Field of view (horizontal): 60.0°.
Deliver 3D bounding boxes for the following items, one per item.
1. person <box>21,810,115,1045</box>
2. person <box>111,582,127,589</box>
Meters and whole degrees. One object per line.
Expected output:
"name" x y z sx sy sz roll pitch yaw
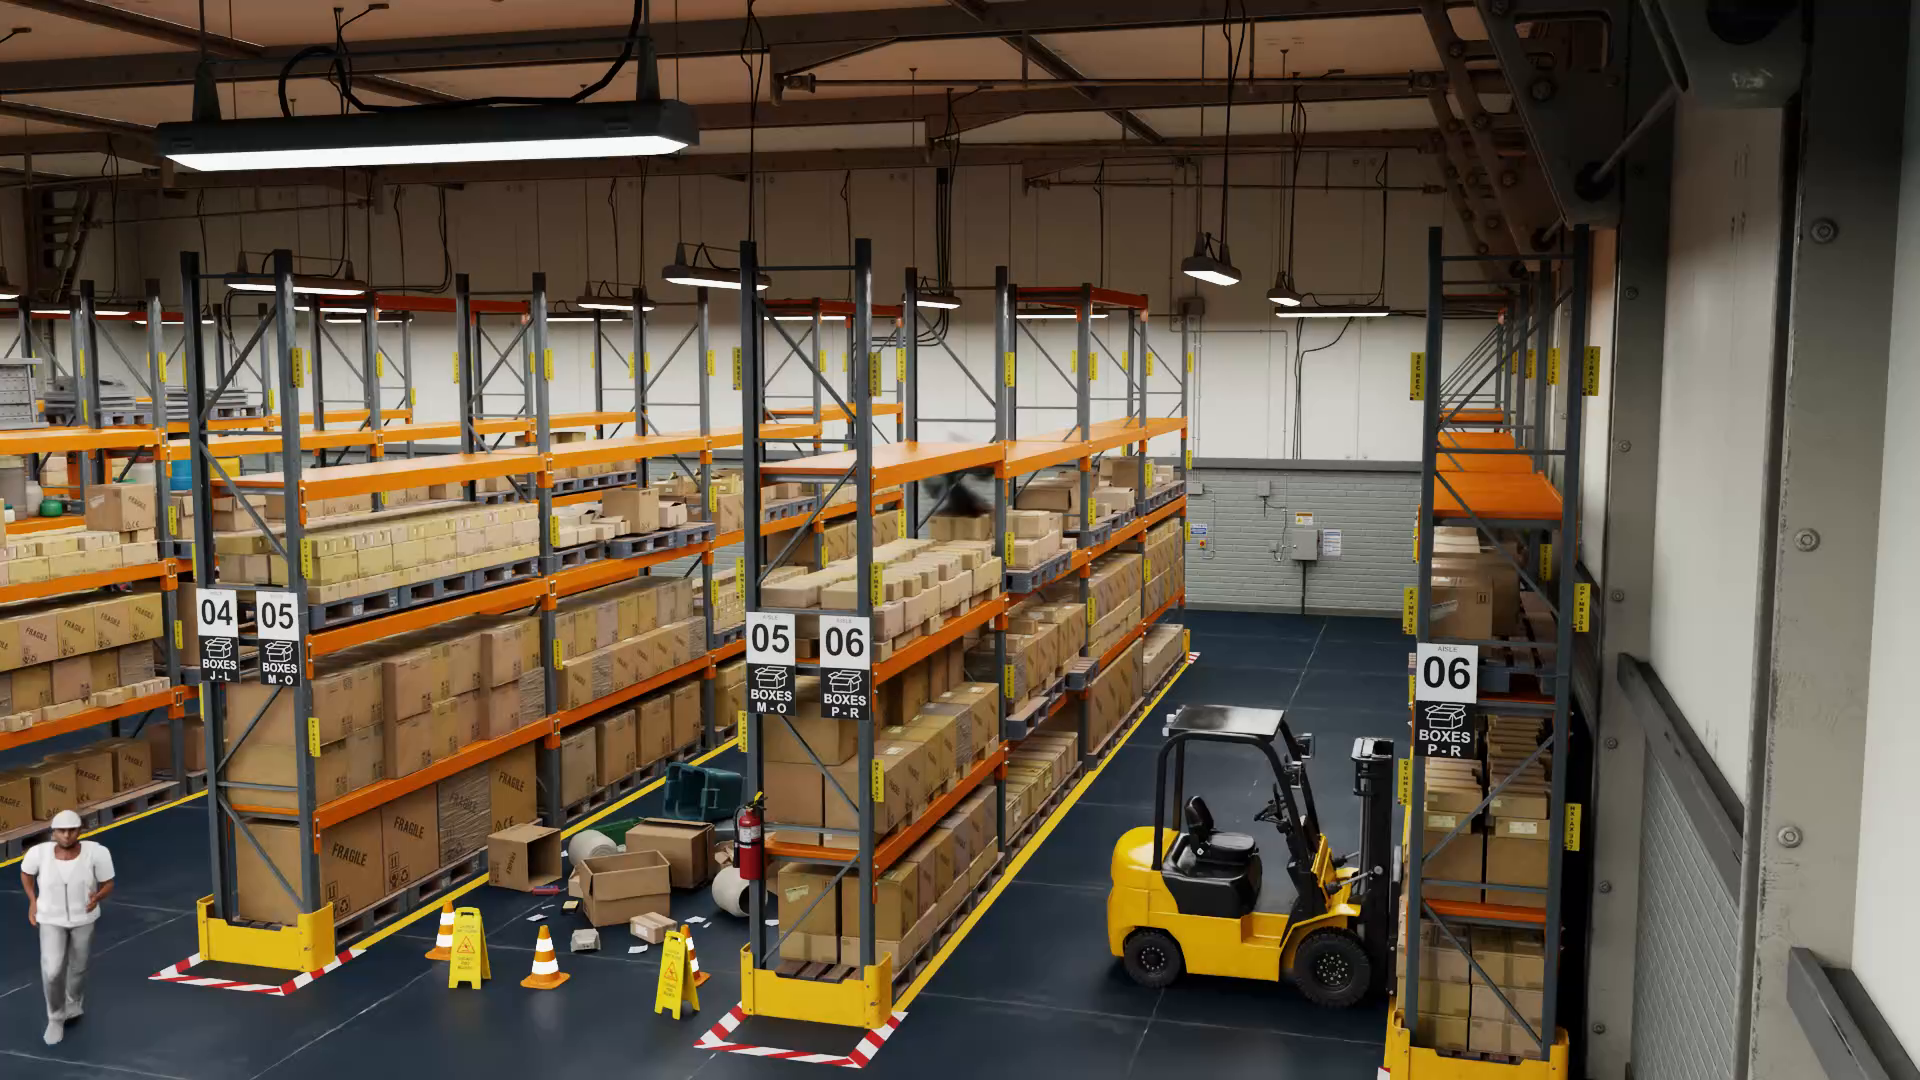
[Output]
"person" -6.756 2.906 12.643 0.623 1.778 0.821 -4 7 -30
"person" -14.862 1.116 29.195 0.607 1.583 0.551 1 6 5
